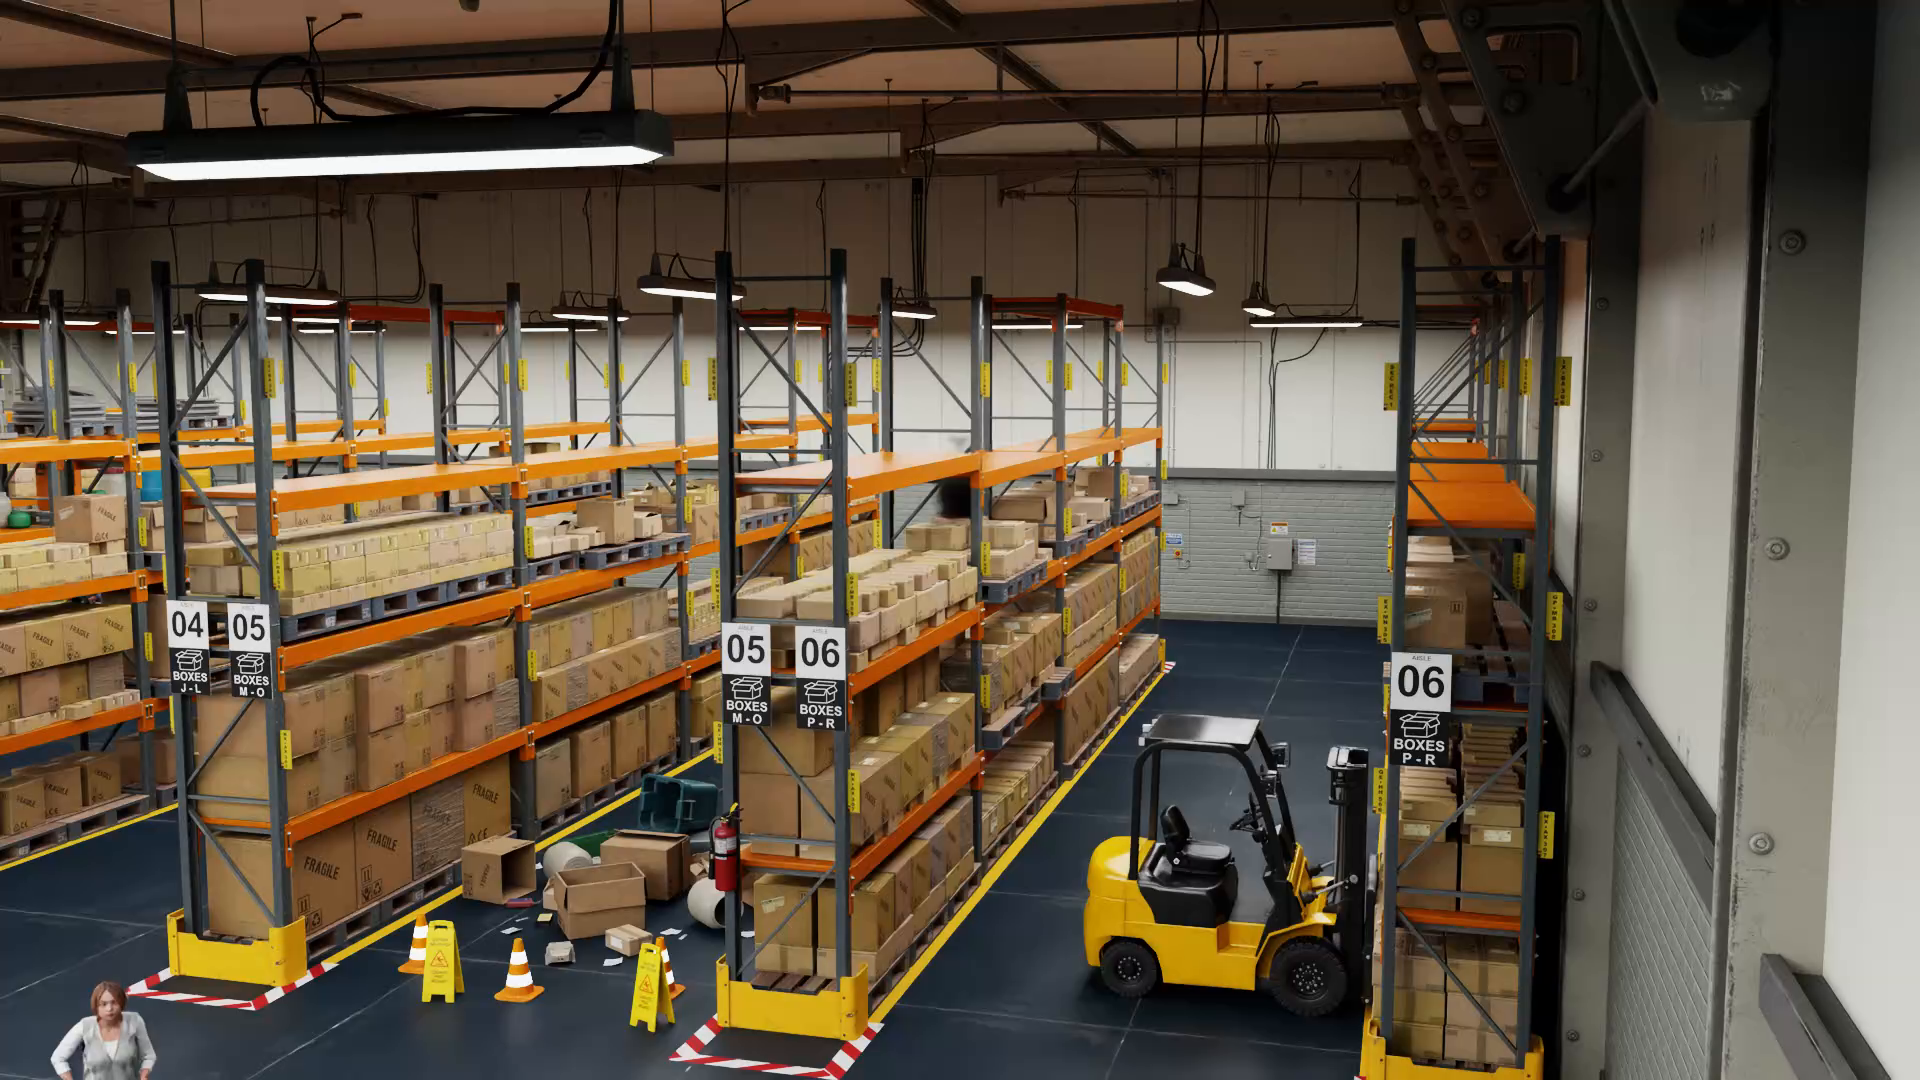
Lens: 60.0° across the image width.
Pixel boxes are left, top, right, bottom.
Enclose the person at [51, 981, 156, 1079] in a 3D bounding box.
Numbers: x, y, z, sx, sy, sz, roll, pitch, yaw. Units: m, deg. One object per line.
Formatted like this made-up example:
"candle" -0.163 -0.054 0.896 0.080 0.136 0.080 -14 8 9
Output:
"person" -5.050 3.361 9.861 0.545 1.544 0.617 -4 7 -33
